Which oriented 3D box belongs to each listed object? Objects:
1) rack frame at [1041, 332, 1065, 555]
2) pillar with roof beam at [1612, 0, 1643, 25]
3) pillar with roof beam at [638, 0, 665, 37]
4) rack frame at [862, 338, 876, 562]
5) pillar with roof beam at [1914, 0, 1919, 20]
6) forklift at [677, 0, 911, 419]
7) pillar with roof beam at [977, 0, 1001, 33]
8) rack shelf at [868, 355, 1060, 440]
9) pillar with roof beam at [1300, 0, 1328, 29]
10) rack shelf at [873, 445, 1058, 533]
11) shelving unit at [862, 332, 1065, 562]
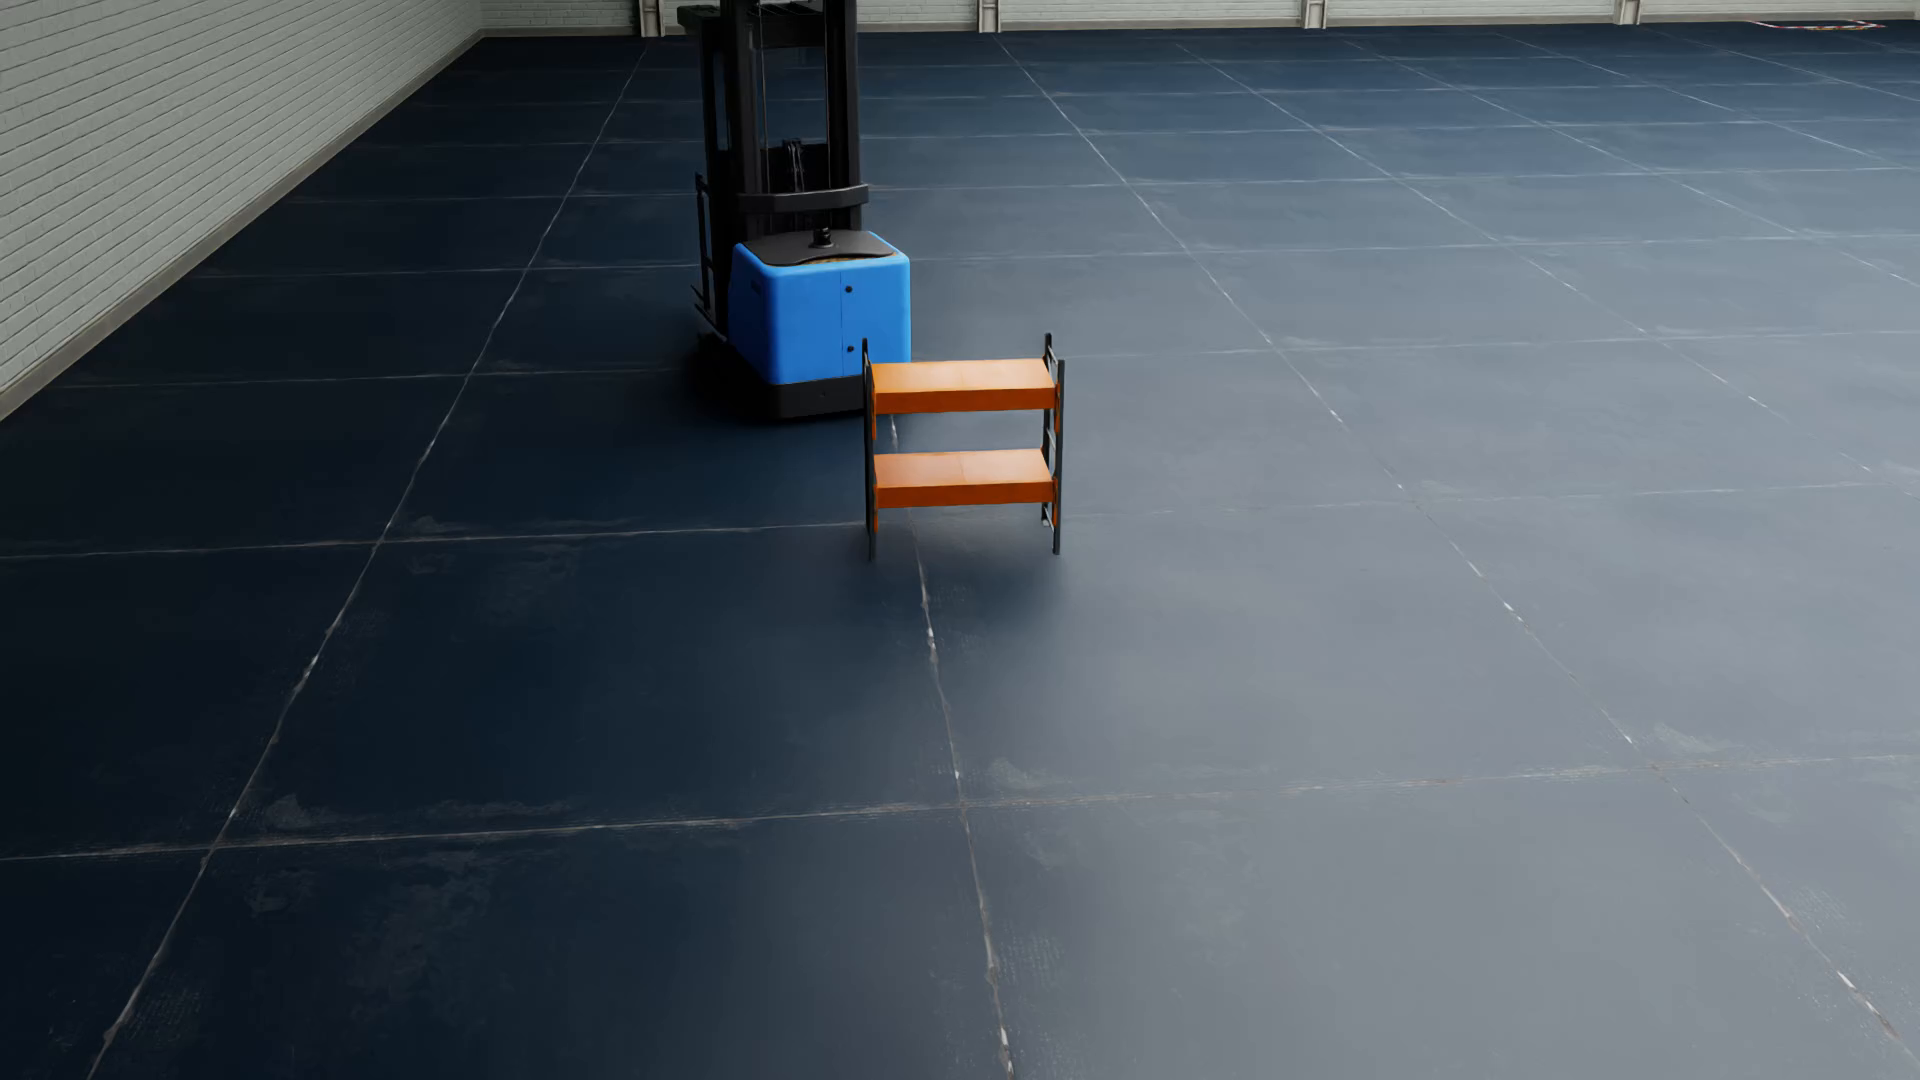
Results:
[{"bbox_3d":[0.513,-0.535,9.204,0.032,1.125,0.500,-2,24,-5],"label":"rack frame"},{"bbox_3d":[12.888,-12.044,25.404,0.400,9.000,9.100,-2,24,-5],"label":"pillar with roof beam"},{"bbox_3d":[-5.025,-11.325,23.788,0.400,9.000,9.100,-2,24,-5],"label":"pillar with roof beam"},{"bbox_3d":[-0.499,-0.494,9.113,0.032,1.125,0.500,-2,24,-5],"label":"rack frame"},{"bbox_3d":[18.859,-12.284,25.943,0.400,9.000,9.100,-2,24,-5],"label":"pillar with roof beam"},{"bbox_3d":[-1.326,-2.712,11.880,1.130,2.935,3.031,-9,26,-19],"label":"forklift"},{"bbox_3d":[0.946,-11.565,24.326,0.400,9.000,9.100,-2,24,-5],"label":"pillar with roof beam"},{"bbox_3d":[0.007,-0.782,9.040,1.000,0.278,0.538,-2,24,-5],"label":"rack shelf"},{"bbox_3d":[6.917,-11.804,24.865,0.400,9.000,9.100,-2,24,-5],"label":"pillar with roof beam"},{"bbox_3d":[0.007,-0.291,9.258,1.000,0.278,0.538,-2,24,-5],"label":"rack shelf"},{"bbox_3d":[0.007,-0.514,9.159,1.048,1.125,0.538,-2,24,-5],"label":"shelving unit"}]
